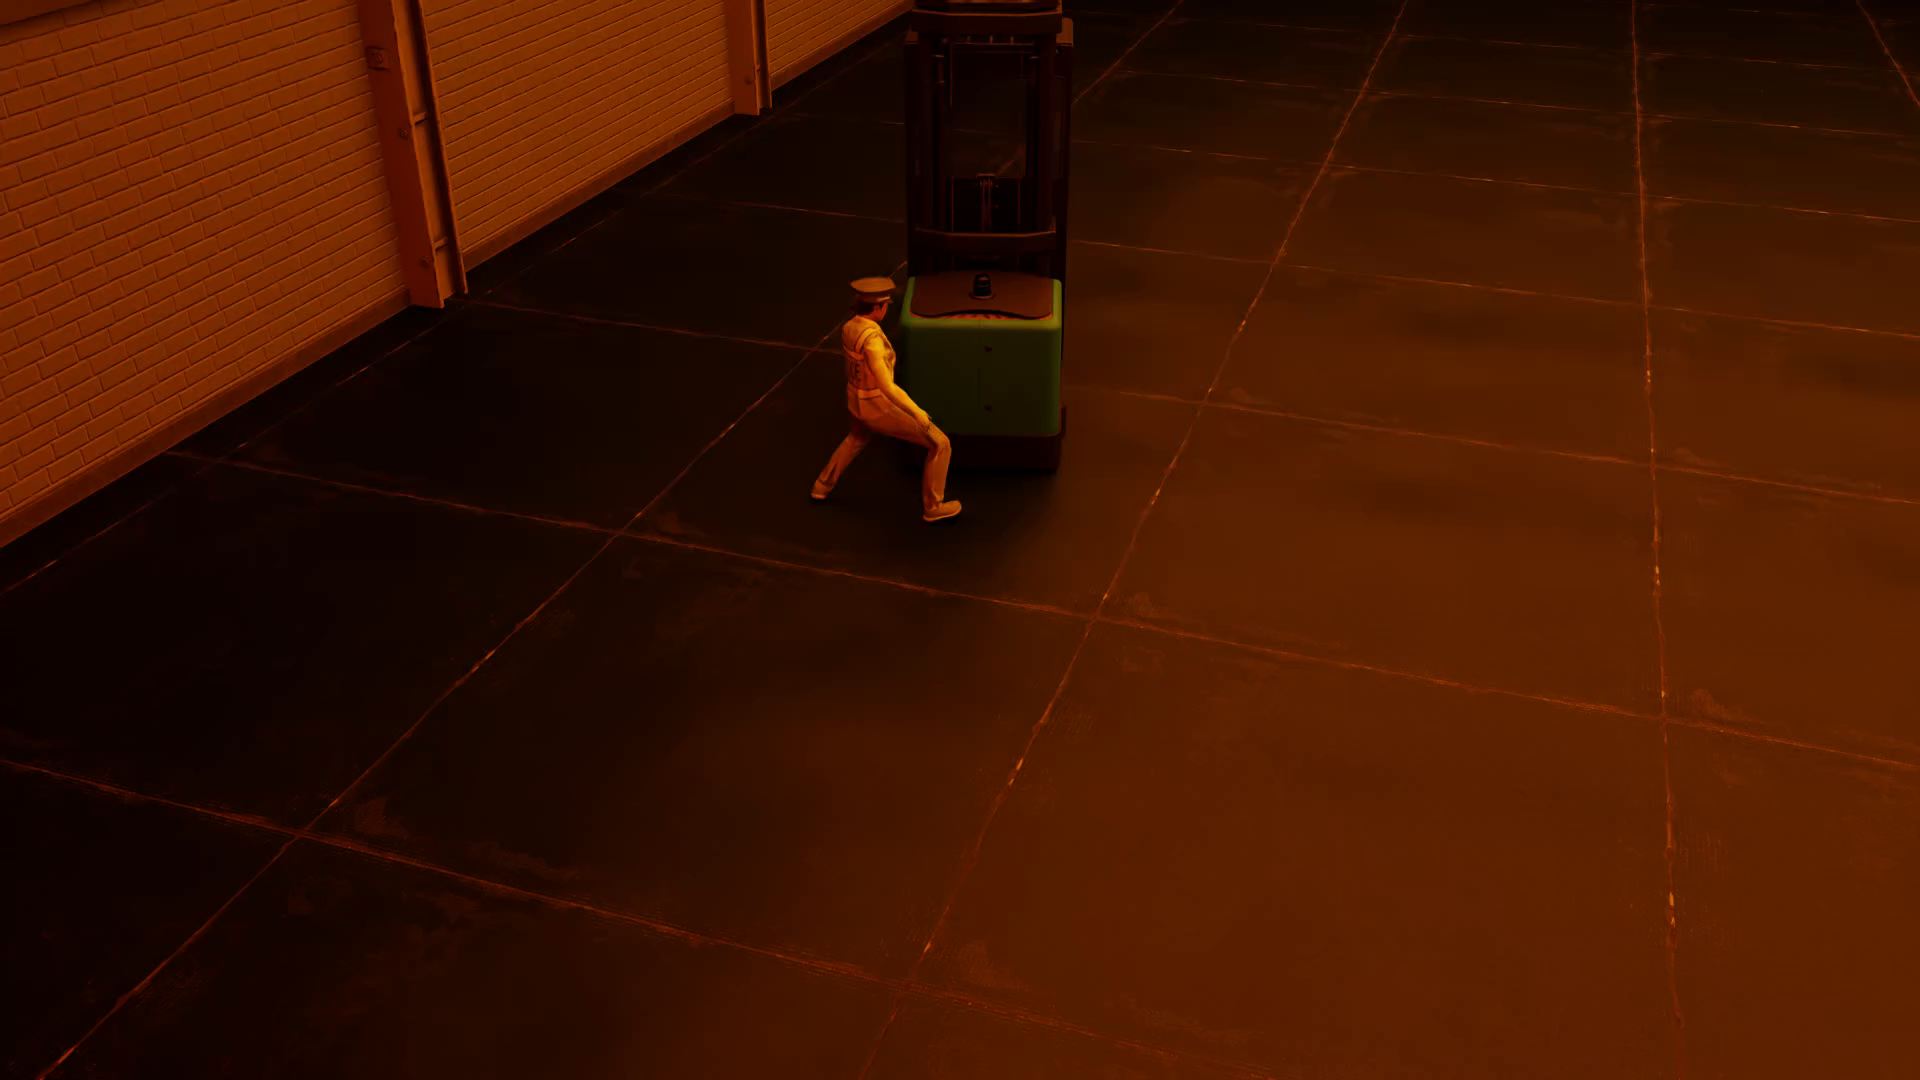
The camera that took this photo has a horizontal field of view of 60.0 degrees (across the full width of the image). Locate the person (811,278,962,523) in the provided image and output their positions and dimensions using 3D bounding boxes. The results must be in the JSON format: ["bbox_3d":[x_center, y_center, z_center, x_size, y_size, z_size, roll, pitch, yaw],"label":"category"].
[{"bbox_3d":[-0.492,-0.868,10.140,0.781,1.539,0.899,-13,32,-22],"label":"person"}]

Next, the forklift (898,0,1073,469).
[{"bbox_3d":[0.197,-2.427,11.393,1.130,2.935,3.031,1,30,3],"label":"forklift"}]
